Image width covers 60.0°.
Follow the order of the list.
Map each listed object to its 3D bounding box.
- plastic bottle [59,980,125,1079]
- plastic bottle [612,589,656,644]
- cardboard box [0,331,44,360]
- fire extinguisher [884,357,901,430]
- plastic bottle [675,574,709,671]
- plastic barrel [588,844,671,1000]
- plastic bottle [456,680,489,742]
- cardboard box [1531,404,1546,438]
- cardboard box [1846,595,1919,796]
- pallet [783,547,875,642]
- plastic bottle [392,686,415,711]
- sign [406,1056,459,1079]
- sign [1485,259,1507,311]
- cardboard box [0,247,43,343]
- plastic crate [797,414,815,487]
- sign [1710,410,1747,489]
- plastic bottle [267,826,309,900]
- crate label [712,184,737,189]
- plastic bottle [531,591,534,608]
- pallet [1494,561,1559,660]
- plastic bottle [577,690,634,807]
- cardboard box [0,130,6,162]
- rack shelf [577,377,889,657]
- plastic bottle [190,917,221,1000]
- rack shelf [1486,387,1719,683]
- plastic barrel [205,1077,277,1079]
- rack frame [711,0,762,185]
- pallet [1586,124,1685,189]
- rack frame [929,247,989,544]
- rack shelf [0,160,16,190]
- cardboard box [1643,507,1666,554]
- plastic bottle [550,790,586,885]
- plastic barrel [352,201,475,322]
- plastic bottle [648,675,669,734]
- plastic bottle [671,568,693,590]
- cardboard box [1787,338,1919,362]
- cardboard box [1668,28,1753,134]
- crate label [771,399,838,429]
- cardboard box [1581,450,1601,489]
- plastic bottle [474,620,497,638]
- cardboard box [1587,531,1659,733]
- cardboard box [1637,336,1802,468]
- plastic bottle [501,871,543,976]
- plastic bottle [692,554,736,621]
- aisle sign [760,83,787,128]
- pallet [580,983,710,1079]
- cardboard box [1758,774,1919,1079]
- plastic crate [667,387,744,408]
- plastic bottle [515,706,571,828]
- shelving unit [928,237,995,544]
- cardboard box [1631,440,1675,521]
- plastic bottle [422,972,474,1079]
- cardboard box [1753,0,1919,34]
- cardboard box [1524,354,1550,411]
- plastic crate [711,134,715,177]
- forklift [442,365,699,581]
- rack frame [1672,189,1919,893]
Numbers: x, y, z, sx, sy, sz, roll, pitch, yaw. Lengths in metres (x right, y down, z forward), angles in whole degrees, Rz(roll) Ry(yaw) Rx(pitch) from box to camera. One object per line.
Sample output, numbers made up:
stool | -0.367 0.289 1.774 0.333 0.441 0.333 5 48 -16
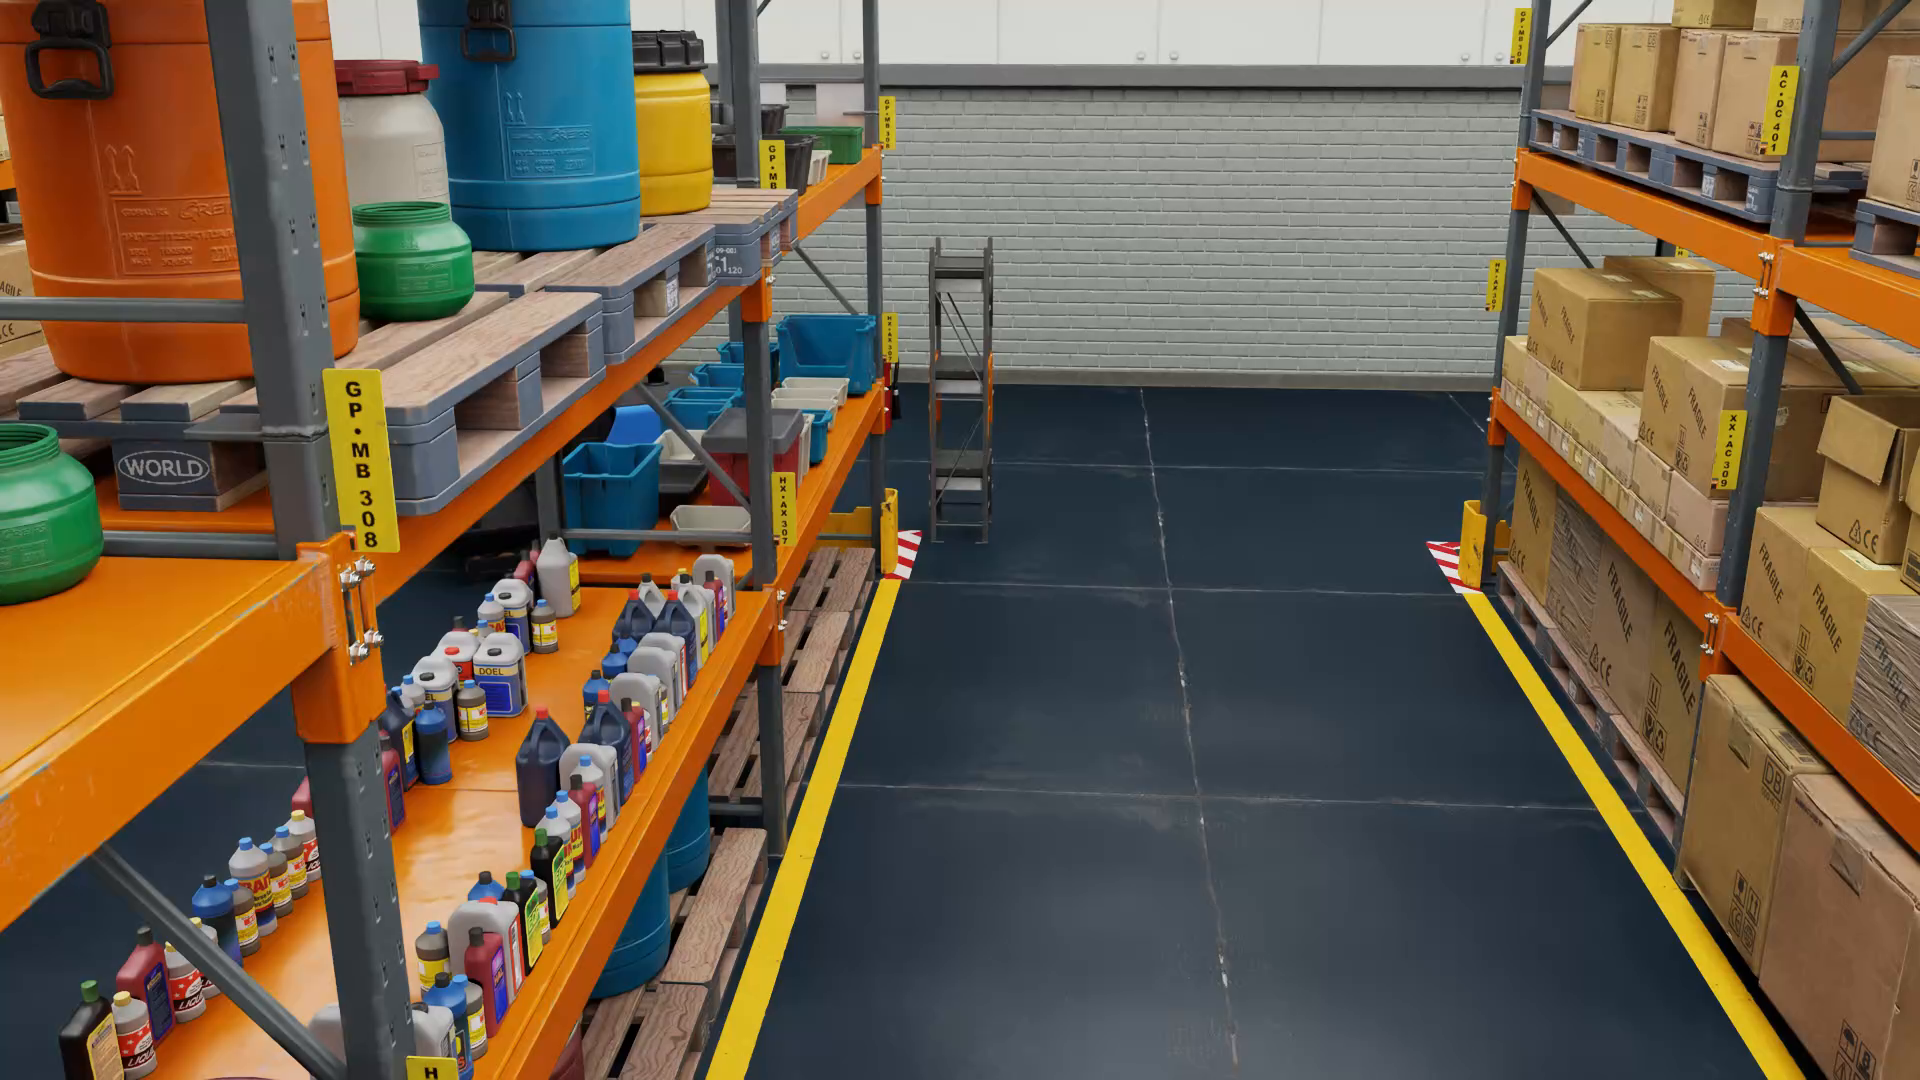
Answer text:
plastic bottle | -1.977 1.152 3.779 0.061 0.283 0.133 1 18 4
plastic bottle | -1.190 0.359 6.088 0.144 0.351 0.185 1 18 4
cardboard box | -5.783 -0.951 9.848 0.500 0.500 0.500 1 18 4
fire extinguisher | -0.543 -1.076 11.113 0.296 0.674 0.183 1 18 4
plastic bottle | -1.033 0.305 6.253 0.144 0.351 0.185 1 18 4
plastic barrel | -1.400 1.175 6.215 0.600 0.901 0.708 1 18 4
plastic bottle | -1.664 0.575 5.669 0.097 0.201 0.097 0 18 0
cardboard box | 3.526 -0.680 9.585 0.380 0.149 0.250 1 18 3
cardboard box | 3.293 0.501 5.416 0.500 0.500 0.500 1 18 3
pallet | -1.105 0.327 10.586 1.003 0.211 1.213 1 18 4
plastic bottle | -1.832 0.611 5.449 0.097 0.271 0.097 0 18 0
sign | -1.031 1.164 3.292 0.100 0.325 0.005 1 18 4
sign | 3.380 -1.606 10.490 0.100 0.325 0.005 1 18 4
cardboard box | -5.773 -1.425 9.689 0.500 0.500 0.500 2 18 5
plastic crate | -1.000 -0.453 8.583 0.437 0.282 0.530 1 18 4
sign | 3.093 -0.361 6.691 0.100 0.325 0.005 1 18 4
plastic bottle | -1.892 0.902 4.672 0.097 0.201 0.097 0 18 0
crate label | -0.970 -1.457 7.157 0.293 0.136 0.466 1 18 4
plastic bottle | -1.745 0.265 6.615 0.097 0.201 0.097 0 18 0
pallet | 3.954 0.433 10.264 1.003 0.211 1.213 1 18 4
plastic bottle | -1.112 0.647 5.209 0.144 0.351 0.185 1 18 4
cardboard box | -5.791 -2.243 9.375 0.500 0.250 0.500 1 18 4
rack shelf | -1.150 -0.290 9.147 1.077 0.370 4.000 1 18 4
plastic bottle | -1.927 1.053 4.210 0.097 0.201 0.097 0 18 0
rack shelf | 3.790 -0.180 8.810 1.077 0.370 4.000 1 18 4
plastic barrel | -1.311 1.318 2.866 0.600 0.536 0.708 1 18 4
rack frame | -1.294 -2.862 6.205 1.000 3.000 0.127 1 18 4
pallet | 3.806 -1.915 8.277 1.003 0.211 1.213 1 18 4
rack frame | -0.006 -0.973 11.522 0.400 2.100 0.015 1 18 4
rack shelf | -6.091 -1.827 9.021 1.077 0.370 4.000 1 18 4
cardboard box | 3.379 -0.043 7.640 0.380 0.149 0.250 1 18 3
plastic bottle | -1.125 0.843 4.740 0.097 0.271 0.097 0 18 0
plastic barrel | -1.275 -0.644 3.828 0.294 0.245 0.294 0 18 0
plastic bottle | -1.052 0.562 5.711 0.097 0.201 0.097 0 18 0
plastic bottle | -1.125 0.216 6.765 0.097 0.201 0.097 0 18 0
cardboard box | 3.979 -0.623 7.565 0.500 0.500 0.500 1 18 4
cardboard box | 3.865 -2.191 7.979 0.700 0.500 0.500 2 18 6
crate label | -0.915 -0.722 9.638 0.396 0.136 0.243 1 18 4
cardboard box | 3.453 -0.361 8.612 0.380 0.149 0.250 2 18 5
plastic bottle | -1.776 0.398 6.210 0.097 0.201 0.097 0 18 0
cardboard box | 3.838 0.427 8.540 0.875 0.875 0.875 1 18 4
cardboard box | 3.453 -0.631 7.591 0.500 0.500 0.500 1 18 4
plastic bottle | -1.139 0.975 4.317 0.061 0.283 0.133 1 18 4
plastic bottle | -0.999 0.178 6.763 0.152 0.276 0.135 1 18 4
aisle sign | -1.298 -2.518 10.614 0.394 0.787 0.004 1 18 4
pallet | -1.475 1.933 5.685 1.003 0.211 1.213 1 18 4
cardboard box | 3.558 1.386 5.612 1.225 0.875 0.875 1 18 2
plastic crate | -1.447 -0.724 9.488 0.416 0.233 0.300 1 18 4
plastic bottle | -1.273 0.686 5.092 0.144 0.351 0.185 1 18 4
shelving unit | 0.012 -1.049 11.753 0.431 2.100 0.503 1 18 4
cardboard box | 3.451 -0.274 7.706 0.500 0.250 0.500 2 18 6
plastic bottle | -1.191 1.130 3.864 0.097 0.271 0.097 0 18 0
cardboard box | 3.721 -2.269 7.012 0.500 0.250 0.500 0 18 0
cardboard box | 3.599 -0.908 9.640 0.500 0.250 0.500 1 18 3
plastic crate | -1.474 -1.941 8.402 0.437 0.282 0.530 1 18 4
forklift | -3.160 -1.304 11.194 3.031 2.935 1.130 -8 20 -23
rack frame | 3.647 0.100 6.802 1.000 3.000 0.127 1 18 4
